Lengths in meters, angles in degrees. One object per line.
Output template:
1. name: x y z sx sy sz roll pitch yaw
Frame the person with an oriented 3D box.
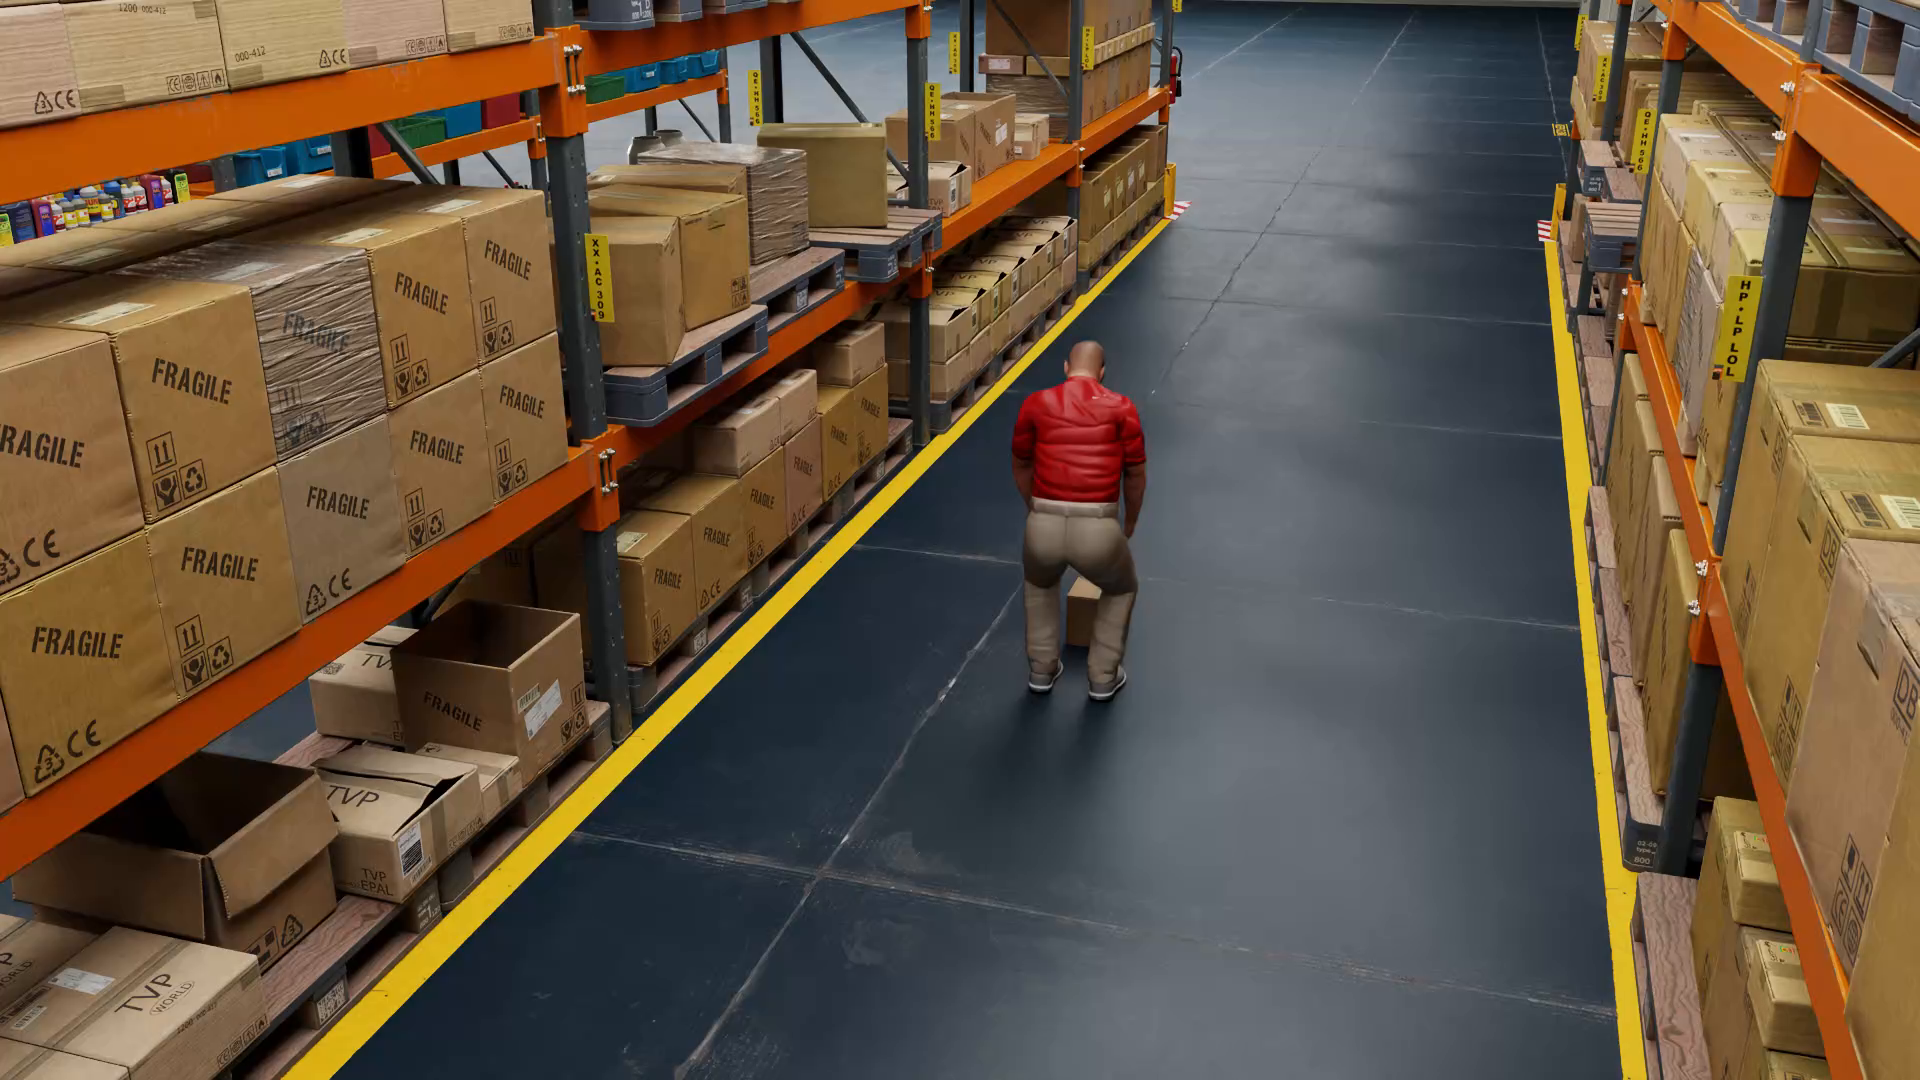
1. person: 0.481 -0.070 7.117 0.587 1.494 0.644 7 23 16
